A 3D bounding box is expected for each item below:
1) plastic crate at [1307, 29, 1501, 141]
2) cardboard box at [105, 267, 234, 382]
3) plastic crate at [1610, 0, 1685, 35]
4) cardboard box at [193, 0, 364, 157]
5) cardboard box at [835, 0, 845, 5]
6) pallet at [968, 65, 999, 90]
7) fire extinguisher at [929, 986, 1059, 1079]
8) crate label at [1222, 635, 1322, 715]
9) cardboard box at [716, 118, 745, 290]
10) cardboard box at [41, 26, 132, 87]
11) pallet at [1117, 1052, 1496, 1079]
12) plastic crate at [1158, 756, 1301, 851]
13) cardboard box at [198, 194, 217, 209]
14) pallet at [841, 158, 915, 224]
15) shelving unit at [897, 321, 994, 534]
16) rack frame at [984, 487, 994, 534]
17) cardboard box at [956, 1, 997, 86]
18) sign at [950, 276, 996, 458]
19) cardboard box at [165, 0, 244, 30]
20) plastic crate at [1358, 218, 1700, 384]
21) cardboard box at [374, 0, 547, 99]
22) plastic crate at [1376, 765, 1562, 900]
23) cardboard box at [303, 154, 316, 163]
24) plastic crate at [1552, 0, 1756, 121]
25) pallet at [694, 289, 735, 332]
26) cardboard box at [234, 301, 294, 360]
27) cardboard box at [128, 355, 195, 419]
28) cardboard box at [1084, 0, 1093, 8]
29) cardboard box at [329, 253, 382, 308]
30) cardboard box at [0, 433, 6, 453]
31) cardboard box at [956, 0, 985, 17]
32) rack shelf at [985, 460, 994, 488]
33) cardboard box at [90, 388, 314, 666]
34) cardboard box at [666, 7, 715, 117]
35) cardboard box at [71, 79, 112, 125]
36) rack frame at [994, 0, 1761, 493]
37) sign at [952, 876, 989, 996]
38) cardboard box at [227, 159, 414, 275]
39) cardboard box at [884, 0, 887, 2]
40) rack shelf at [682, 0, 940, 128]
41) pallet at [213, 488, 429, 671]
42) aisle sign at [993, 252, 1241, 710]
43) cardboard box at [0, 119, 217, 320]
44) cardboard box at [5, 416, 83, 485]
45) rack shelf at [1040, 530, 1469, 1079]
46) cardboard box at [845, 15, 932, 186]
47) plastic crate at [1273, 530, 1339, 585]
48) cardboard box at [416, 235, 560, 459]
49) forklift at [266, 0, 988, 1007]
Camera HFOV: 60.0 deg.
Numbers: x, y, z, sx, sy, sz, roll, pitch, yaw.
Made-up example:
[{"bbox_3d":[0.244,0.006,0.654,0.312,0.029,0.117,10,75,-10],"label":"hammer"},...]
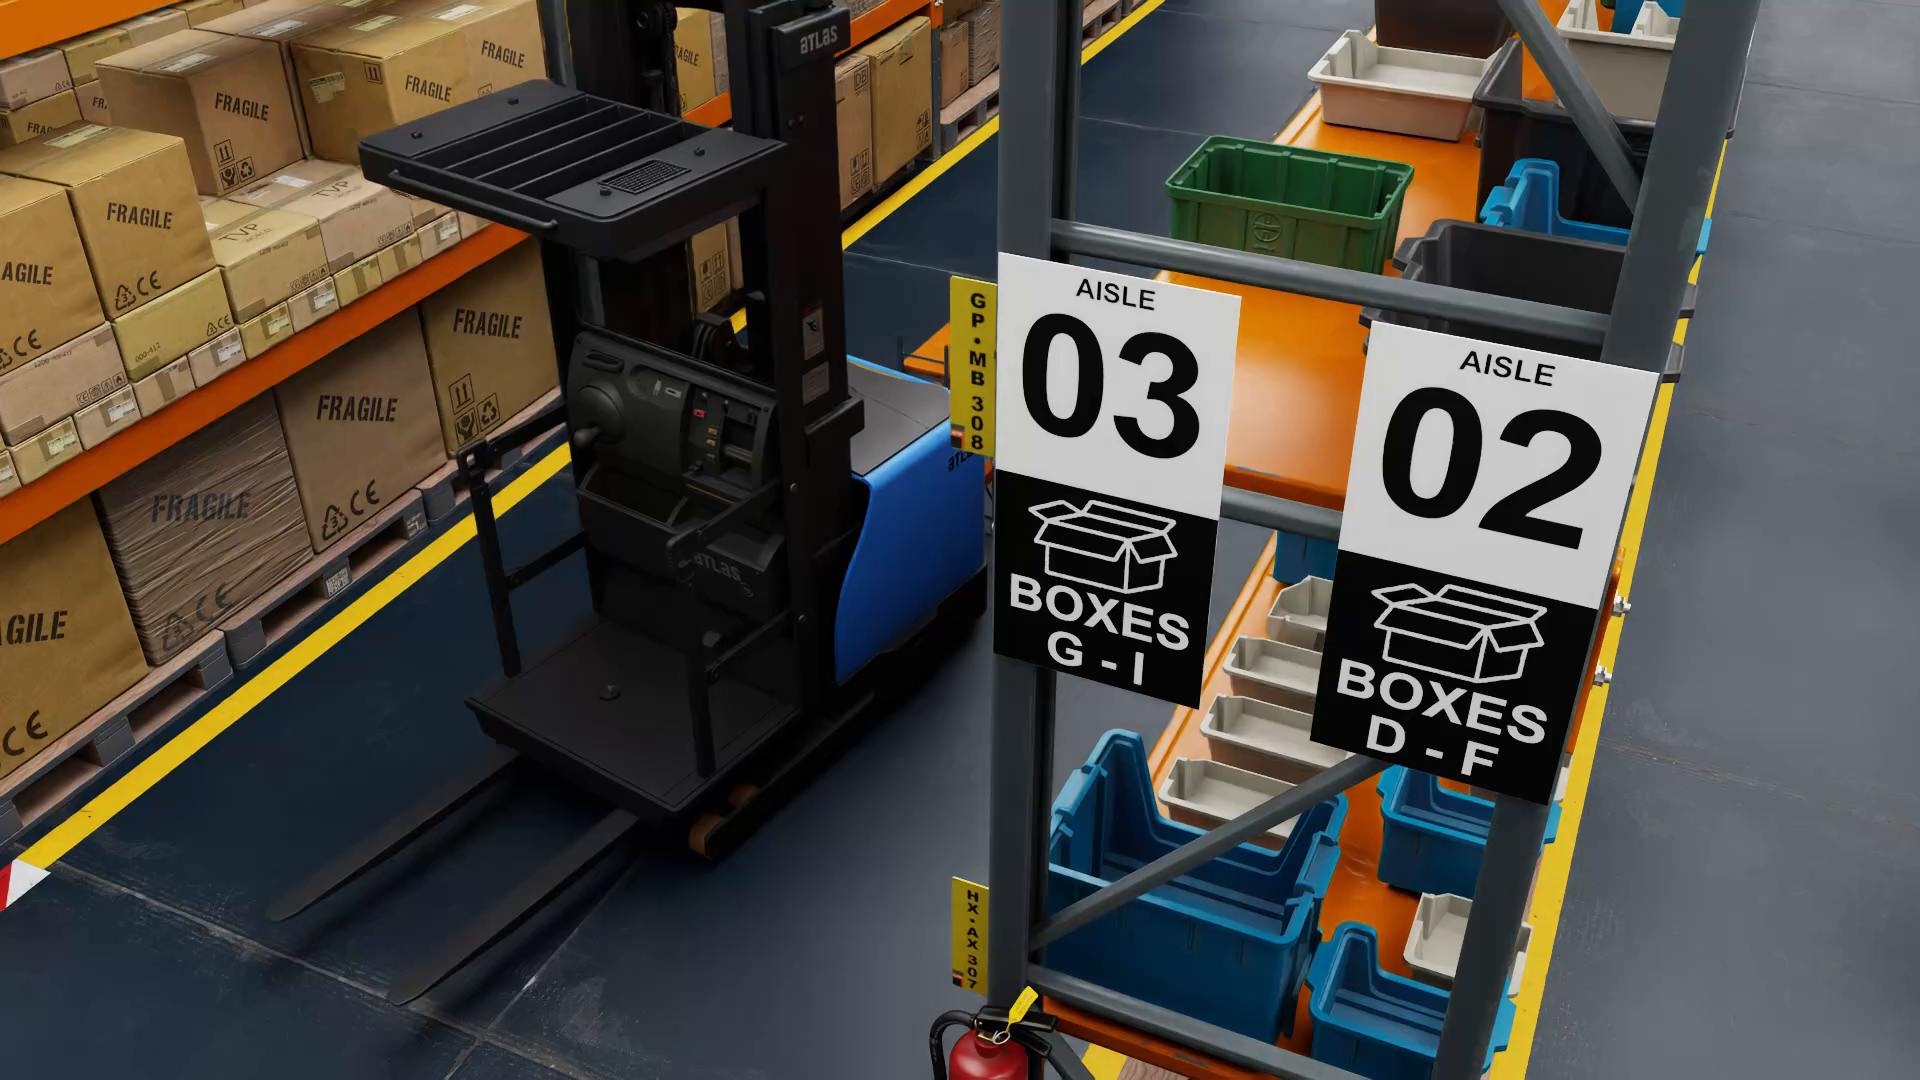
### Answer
[{"bbox_3d":[1.175,-1.189,4.333,0.437,0.136,0.530,14,36,20],"label":"plastic crate"},{"bbox_3d":[-3.091,-0.844,6.167,0.500,0.250,0.500,13,35,19],"label":"cardboard box"},{"bbox_3d":[2.119,-1.609,4.886,0.416,0.233,0.300,14,36,20],"label":"plastic crate"},{"bbox_3d":[-2.934,-2.040,7.307,0.500,0.500,0.500,14,36,20],"label":"cardboard box"},{"bbox_3d":[-1.025,-3.313,9.975,0.500,0.500,0.500,13,35,19],"label":"cardboard box"},{"bbox_3d":[0.225,-3.908,13.518,1.003,0.211,1.213,14,36,20],"label":"pallet"},{"bbox_3d":[0.060,1.200,3.595,0.296,0.674,0.183,14,36,20],"label":"fire extinguisher"},{"bbox_3d":[0.942,0.393,4.601,0.396,0.136,0.243,14,36,20],"label":"crate label"},{"bbox_3d":[-1.666,-2.143,9.838,1.225,0.875,0.875,13,35,19],"label":"cardboard box"},{"bbox_3d":[-5.982,-3.293,11.249,0.500,0.250,0.500,15,36,22],"label":"cardboard box"},{"bbox_3d":[0.917,1.805,4.805,1.003,0.211,1.213,14,36,20],"label":"pallet"},{"bbox_3d":[0.713,0.678,4.166,0.396,0.136,0.243,14,36,20],"label":"plastic crate"},{"bbox_3d":[-3.361,-1.226,6.749,0.500,0.250,0.500,14,36,21],"label":"cardboard box"},{"bbox_3d":[-1.014,-2.538,11.429,1.003,0.211,1.213,14,36,20],"label":"pallet"},{"bbox_3d":[-0.039,-0.436,7.320,0.258,1.200,0.503,15,36,22],"label":"shelving unit"},{"bbox_3d":[0.070,-0.555,7.503,0.240,1.200,0.015,15,36,22],"label":"rack frame"},{"bbox_3d":[-0.133,-3.836,12.743,0.700,0.500,0.500,11,35,17],"label":"cardboard box"},{"bbox_3d":[0.030,-0.288,2.814,0.100,0.325,0.005,14,36,20],"label":"sign"},{"bbox_3d":[-5.554,-3.808,12.034,0.500,0.250,0.500,15,36,22],"label":"cardboard box"},{"bbox_3d":[0.951,-0.287,2.836,0.497,0.269,0.590,14,36,20],"label":"plastic crate"},{"bbox_3d":[-2.238,-2.173,7.510,0.500,0.500,0.500,15,36,22],"label":"cardboard box"},{"bbox_3d":[1.214,0.710,4.029,0.416,0.233,0.300,14,36,20],"label":"plastic crate"},{"bbox_3d":[-2.936,-1.729,7.517,0.500,0.250,0.500,14,36,20],"label":"cardboard box"},{"bbox_3d":[1.744,-1.197,4.213,0.437,0.282,0.530,14,36,20],"label":"plastic crate"},{"bbox_3d":[-2.034,-1.323,9.575,1.003,0.211,1.213,14,36,20],"label":"pallet"},{"bbox_3d":[-2.872,-0.858,6.552,0.380,0.149,0.250,13,36,19],"label":"cardboard box"},{"bbox_3d":[-3.086,-0.604,6.164,0.380,0.149,0.250,13,36,20],"label":"cardboard box"},{"bbox_3d":[0.782,-4.910,14.381,0.700,0.500,0.500,11,35,17],"label":"cardboard box"},{"bbox_3d":[-2.656,-1.116,6.945,0.380,0.149,0.250,14,36,20],"label":"cardboard box"},{"bbox_3d":[-3.516,-0.334,5.390,0.500,0.250,0.500,13,36,19],"label":"cardboard box"},{"bbox_3d":[-0.150,-4.139,12.522,0.500,0.250,0.500,18,37,26],"label":"cardboard box"},{"bbox_3d":[-0.039,-0.214,7.466,0.258,0.148,0.480,15,36,22],"label":"rack shelf"},{"bbox_3d":[-3.386,-0.173,6.833,0.875,0.875,0.875,14,36,20],"label":"cardboard box"},{"bbox_3d":[-1.660,-2.552,8.815,0.500,0.500,0.500,14,36,21],"label":"cardboard box"},{"bbox_3d":[-5.982,-2.977,11.452,0.500,0.500,0.500,16,36,23],"label":"cardboard box"},{"bbox_3d":[0.536,-1.468,1.782,1.000,3.000,0.127,14,36,20],"label":"rack frame"},{"bbox_3d":[0.030,0.854,3.563,0.100,0.325,0.005,14,36,20],"label":"sign"},{"bbox_3d":[-2.663,-1.357,6.949,0.500,0.250,0.500,15,36,21],"label":"cardboard box"},{"bbox_3d":[-0.597,-3.819,10.748,0.500,0.500,0.500,15,36,22],"label":"cardboard box"},{"bbox_3d":[-1.452,-2.783,9.915,1.077,0.370,4.000,14,36,20],"label":"rack shelf"},{"bbox_3d":[-3.187,0.049,7.483,1.003,0.211,1.213,14,36,20],"label":"pallet"},{"bbox_3d":[0.240,-0.078,2.762,0.394,0.787,0.004,14,36,20],"label":"aisle sign"},{"bbox_3d":[-3.096,-1.156,5.960,0.500,0.500,0.500,13,35,19],"label":"cardboard box"},{"bbox_3d":[-3.301,-0.347,5.773,0.380,0.149,0.250,13,36,19],"label":"cardboard box"},{"bbox_3d":[1.373,0.345,5.144,1.077,0.370,4.000,14,36,20],"label":"rack shelf"},{"bbox_3d":[-0.923,-3.028,11.187,1.225,0.875,0.875,13,35,18],"label":"cardboard box"},{"bbox_3d":[1.163,0.004,5.106,0.416,0.233,0.300,14,36,20],"label":"plastic crate"},{"bbox_3d":[-2.638,-1.064,8.193,0.875,0.875,0.875,14,36,20],"label":"cardboard box"},{"bbox_3d":[-1.141,-0.380,5.657,1.130,2.935,3.031,21,39,29],"label":"forklift"}]
